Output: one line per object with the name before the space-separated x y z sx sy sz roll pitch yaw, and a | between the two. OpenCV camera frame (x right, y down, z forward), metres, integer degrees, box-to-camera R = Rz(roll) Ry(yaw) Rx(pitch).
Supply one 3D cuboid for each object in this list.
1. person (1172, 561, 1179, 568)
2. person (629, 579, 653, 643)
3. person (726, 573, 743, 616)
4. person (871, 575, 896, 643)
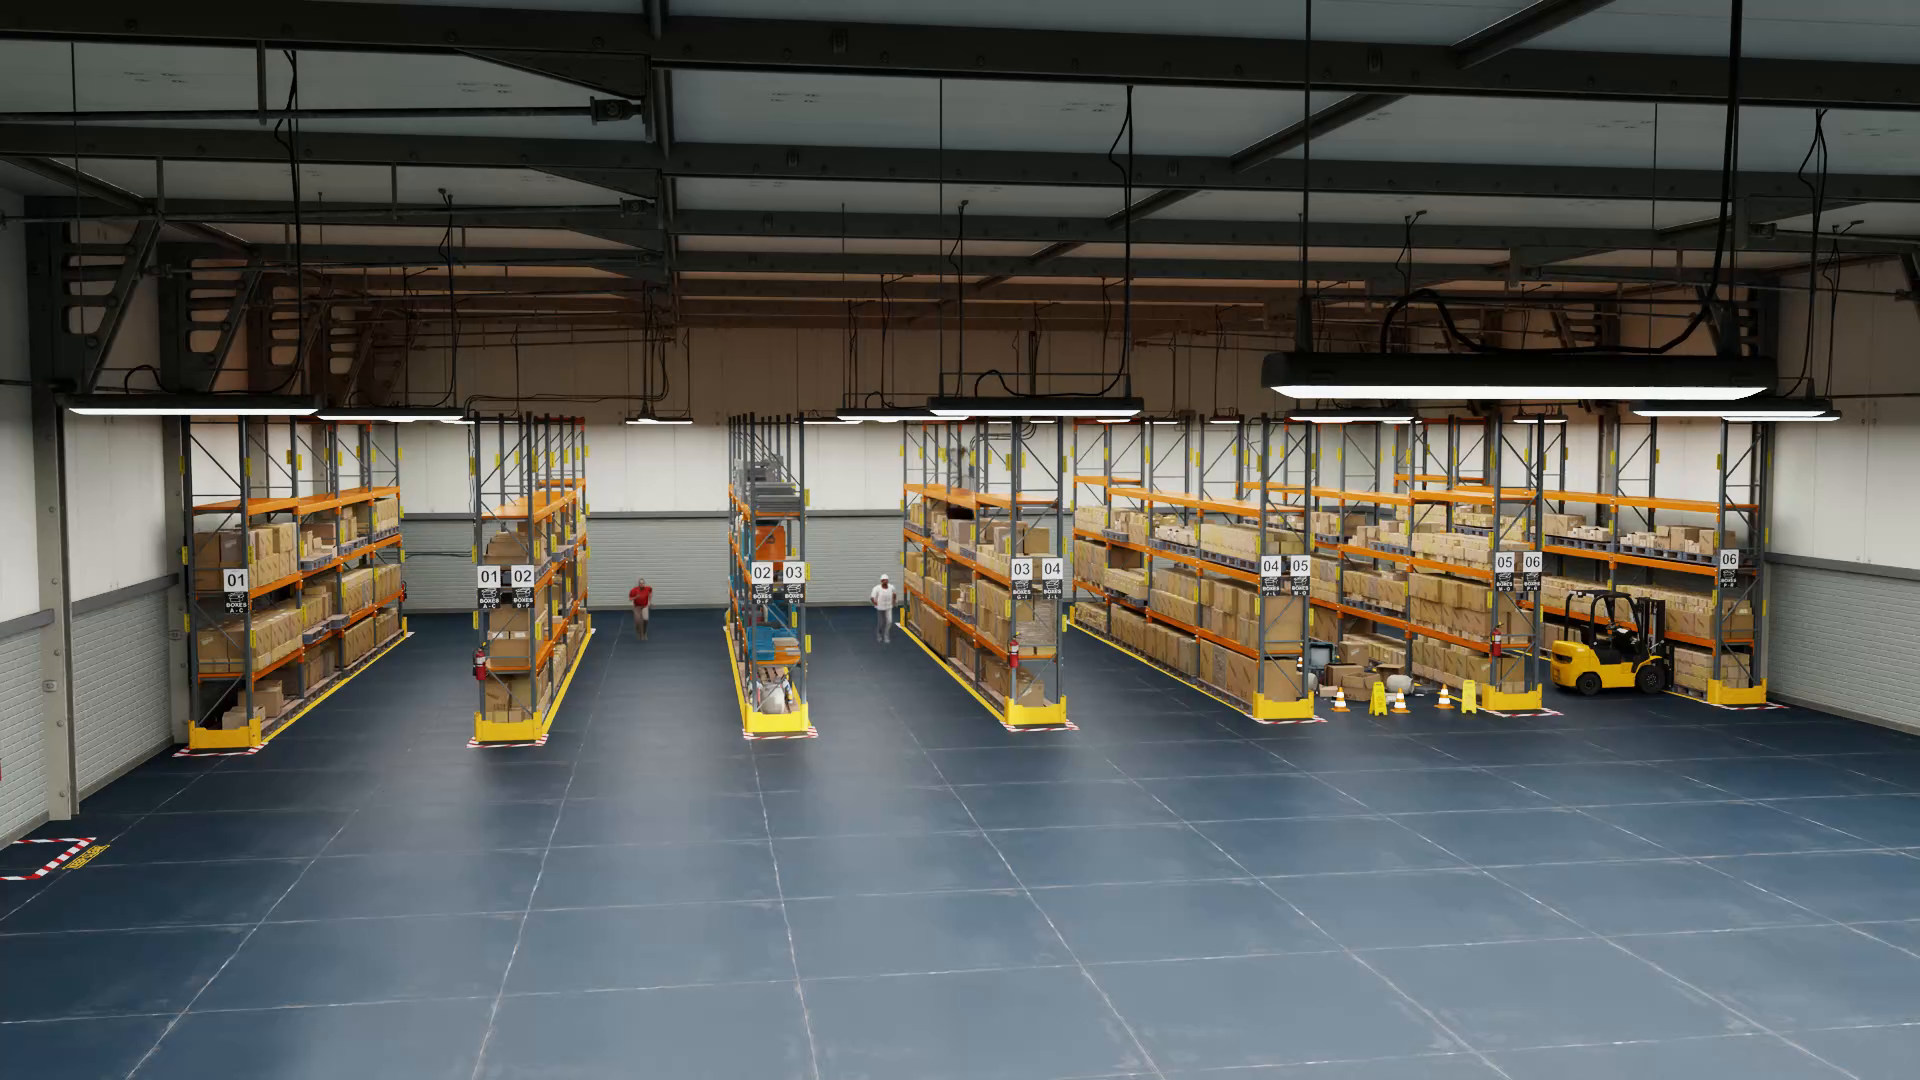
person | 6.585 1.449 50.803 0.872 1.599 0.530 -2 4 -26
person | -8.511 1.871 44.320 0.622 1.706 0.934 -1 4 -14
person | -6.465 1.580 49.126 0.909 1.658 0.598 0 4 0
person | -1.922 1.742 42.174 0.686 1.754 0.843 -1 4 -14
